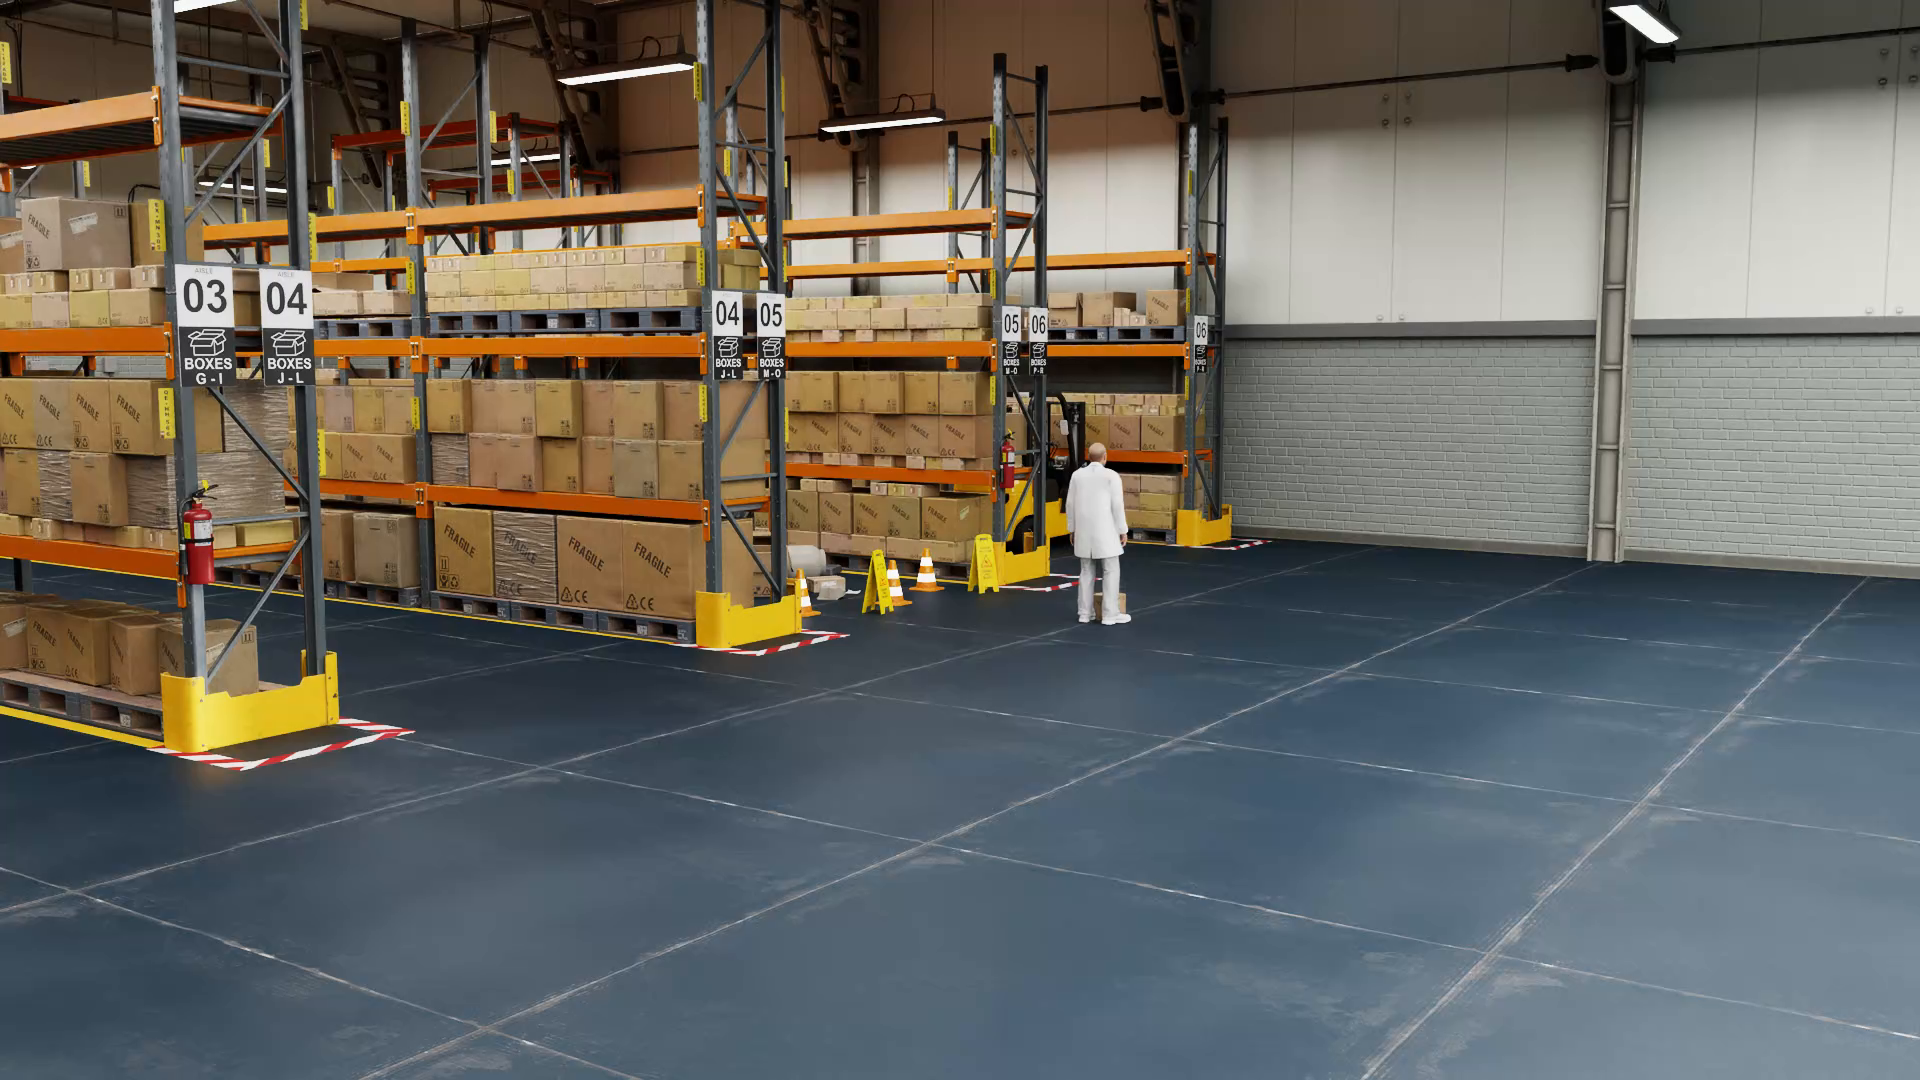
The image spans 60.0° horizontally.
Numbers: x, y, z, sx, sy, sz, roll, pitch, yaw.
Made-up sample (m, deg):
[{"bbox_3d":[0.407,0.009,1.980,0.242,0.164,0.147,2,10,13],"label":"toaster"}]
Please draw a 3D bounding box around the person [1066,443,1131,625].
[{"bbox_3d":[1.350,-0.070,16.409,0.654,1.775,0.420,4,7,31],"label":"person"}]
